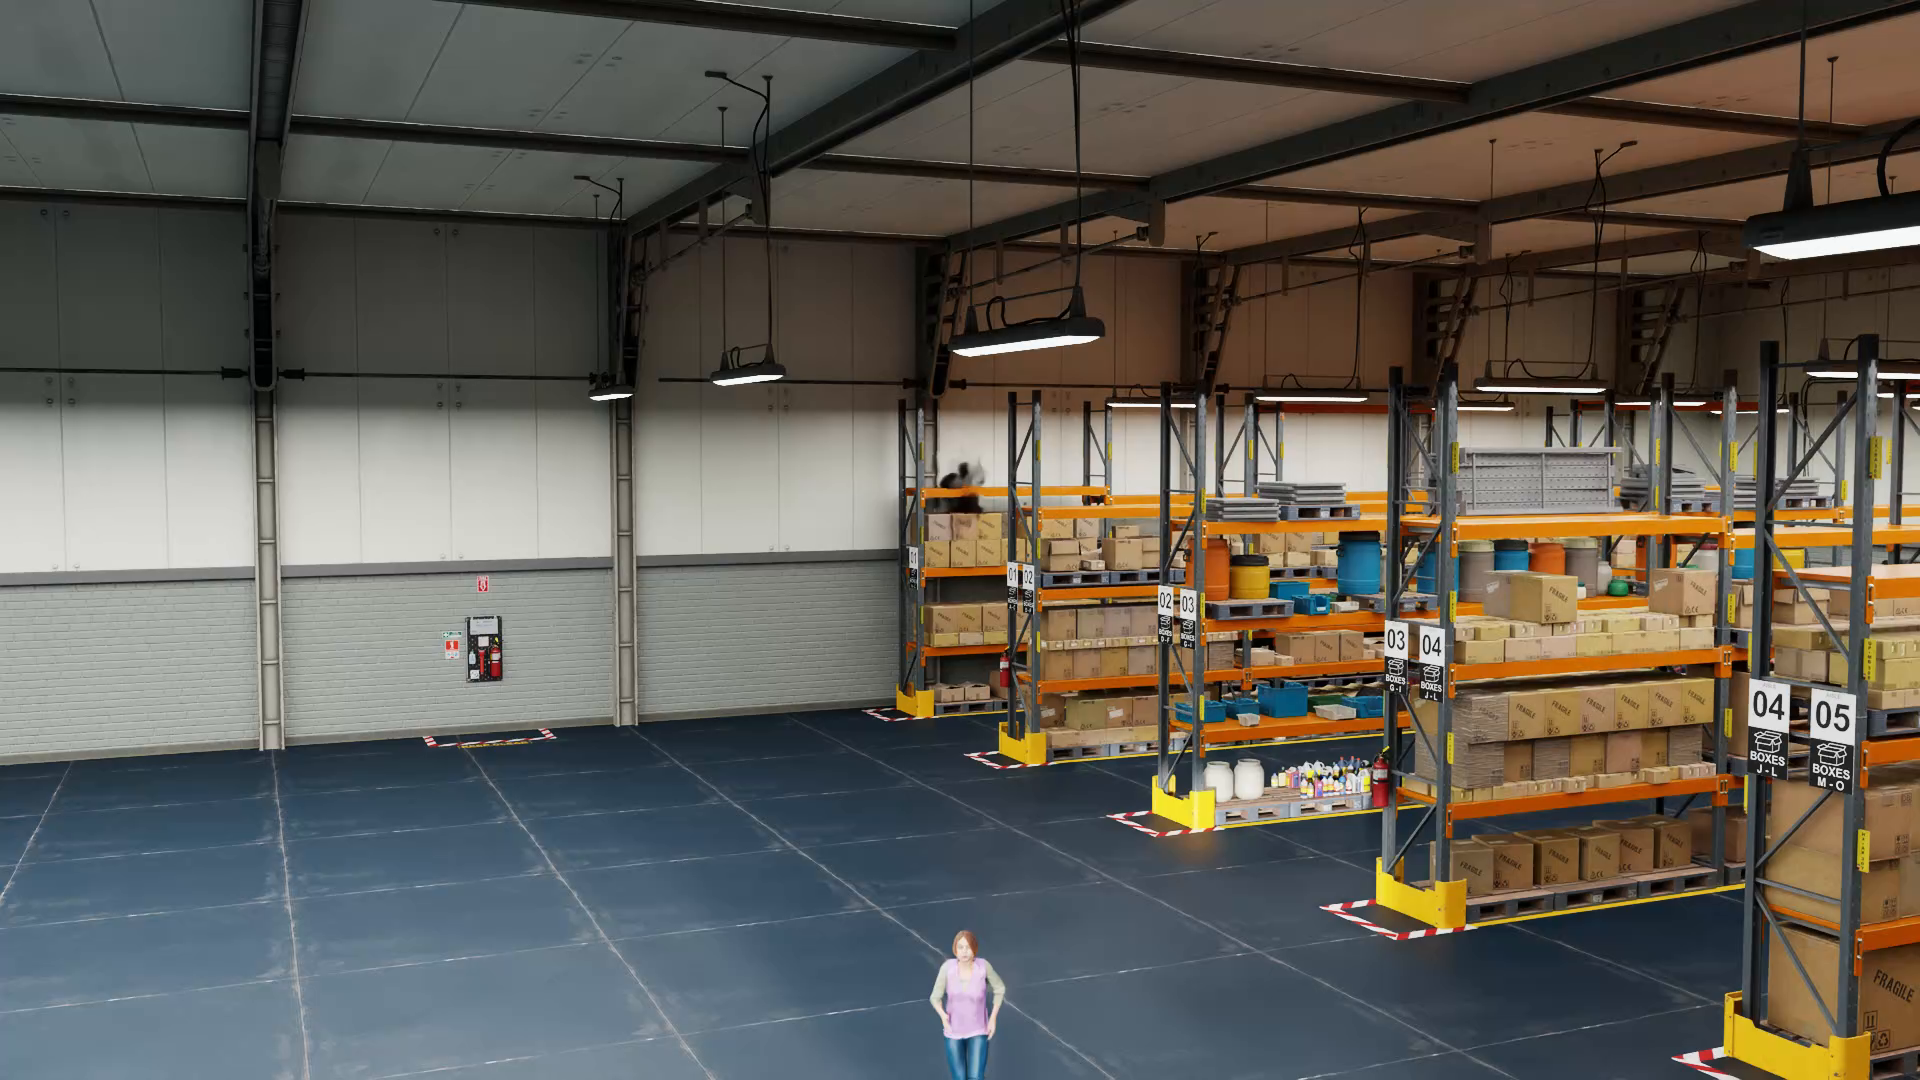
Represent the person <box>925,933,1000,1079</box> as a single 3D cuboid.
[{"bbox_3d":[0.013,3.661,12.113,0.522,1.642,0.718,0,3,8],"label":"person"}]
